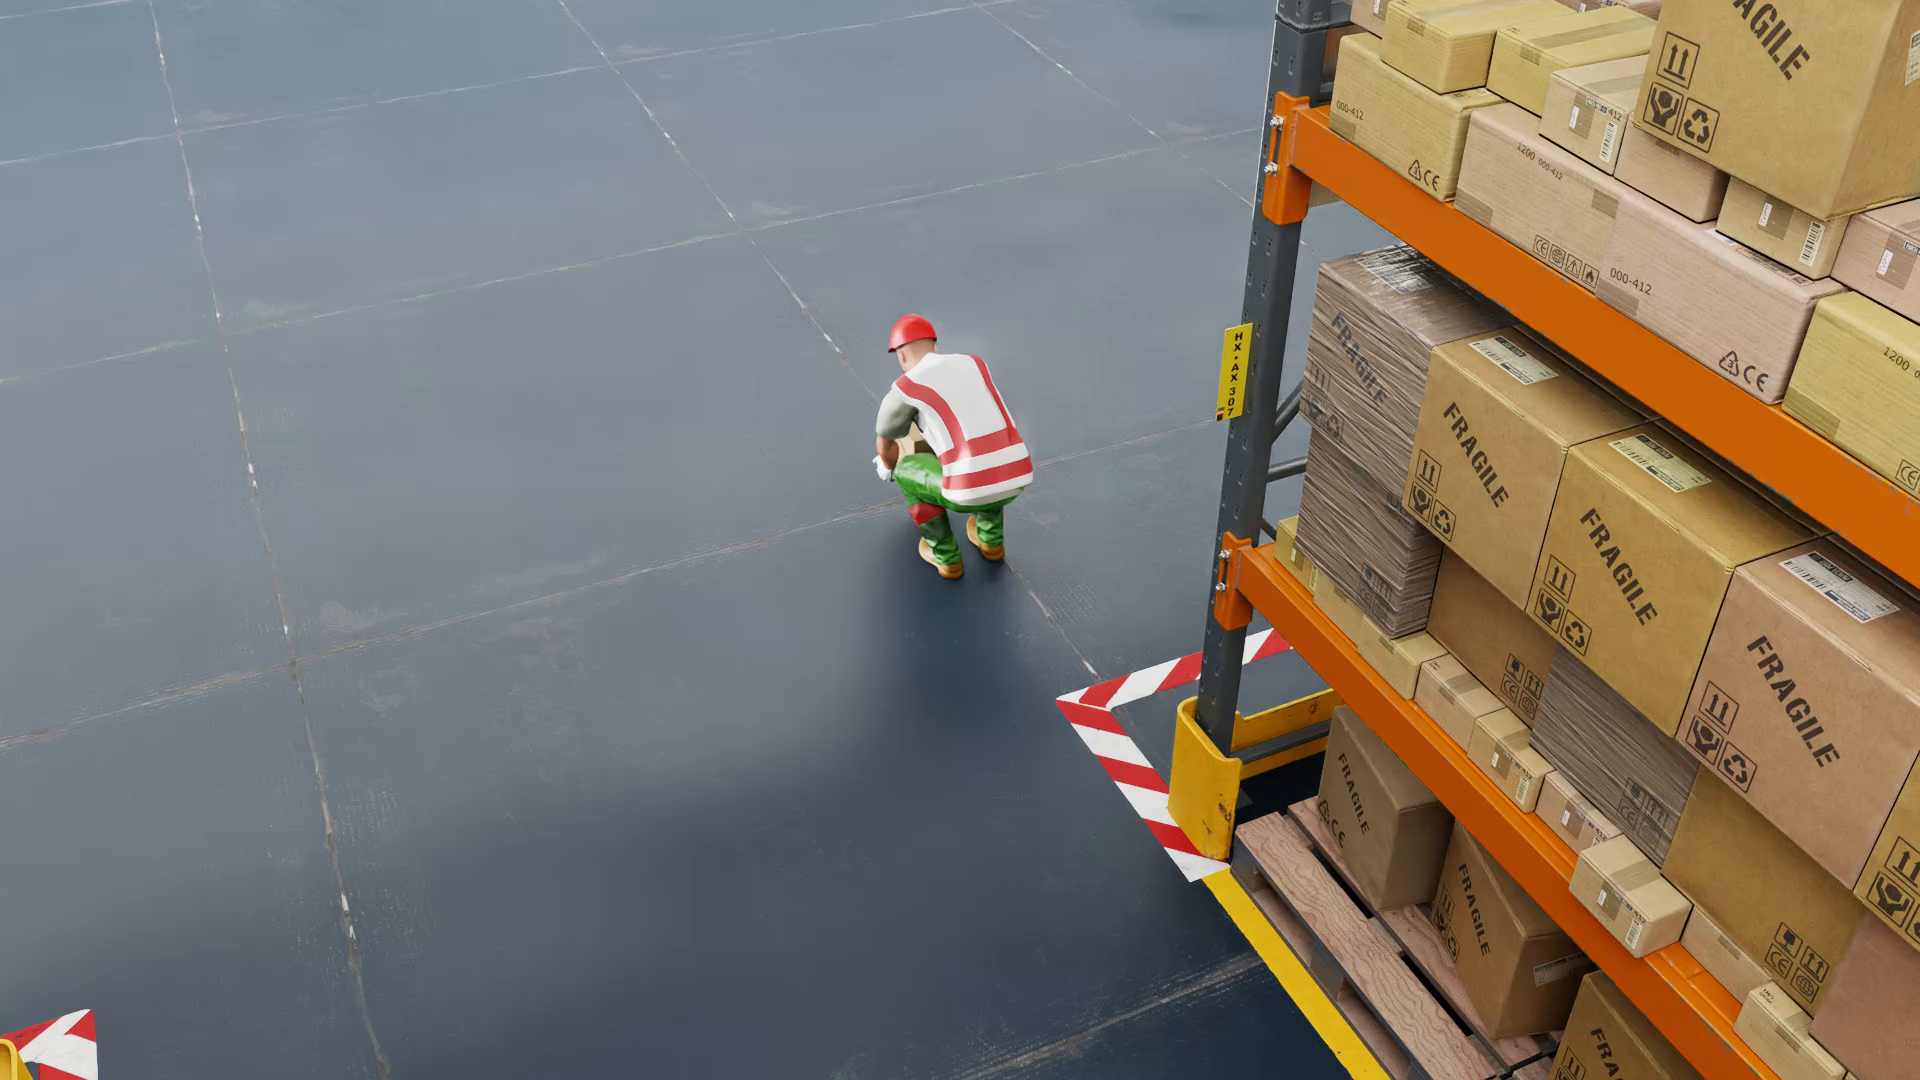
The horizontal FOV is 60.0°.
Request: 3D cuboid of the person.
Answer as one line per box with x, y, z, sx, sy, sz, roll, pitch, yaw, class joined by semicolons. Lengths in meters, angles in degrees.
-0.046;-0.390;7.276;0.568;1.040;0.866;-16;40;-20;person
